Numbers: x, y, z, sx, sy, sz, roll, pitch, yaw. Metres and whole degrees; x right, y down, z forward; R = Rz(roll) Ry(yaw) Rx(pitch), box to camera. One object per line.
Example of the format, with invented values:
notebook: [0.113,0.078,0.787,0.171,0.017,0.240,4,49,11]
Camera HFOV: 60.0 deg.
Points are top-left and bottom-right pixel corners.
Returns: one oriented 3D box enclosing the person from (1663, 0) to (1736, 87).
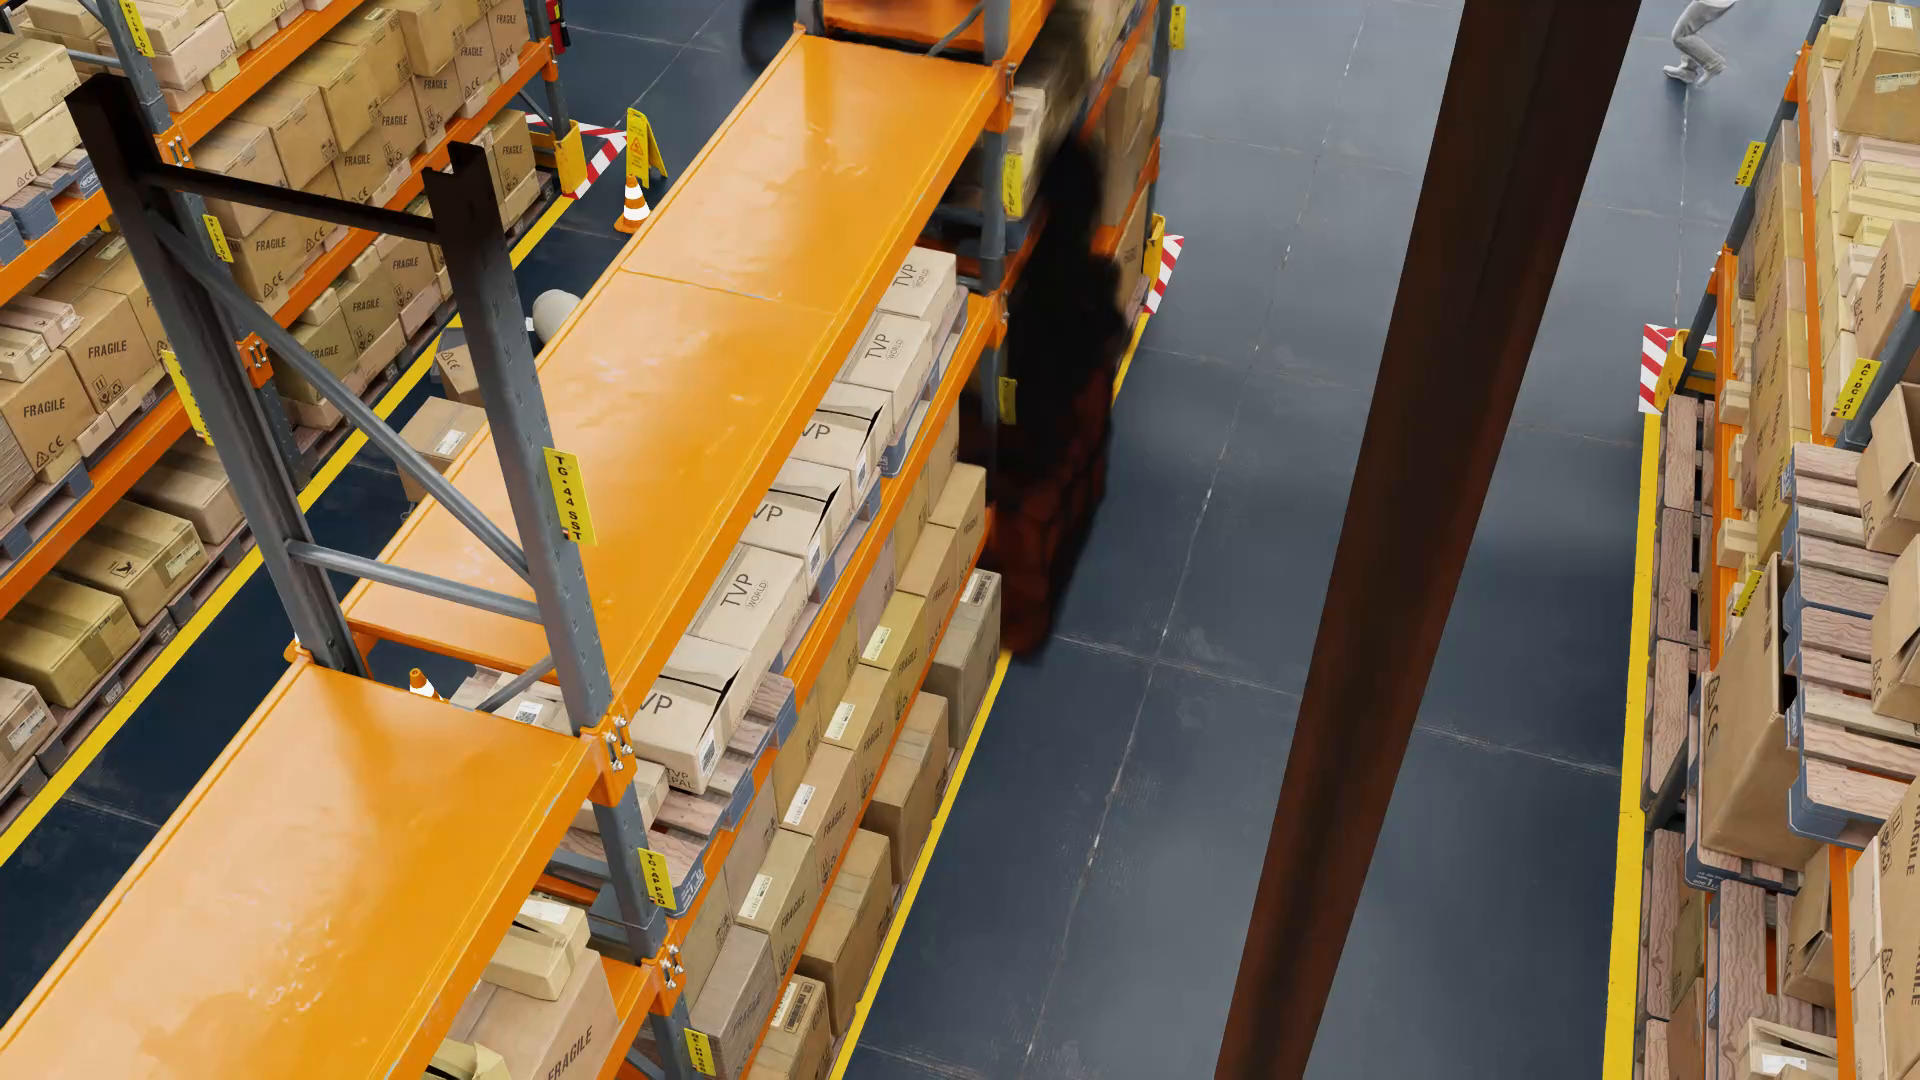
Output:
person: [6.670,-4.783,14.603,0.657,1.721,0.612,-35,55,-29]
